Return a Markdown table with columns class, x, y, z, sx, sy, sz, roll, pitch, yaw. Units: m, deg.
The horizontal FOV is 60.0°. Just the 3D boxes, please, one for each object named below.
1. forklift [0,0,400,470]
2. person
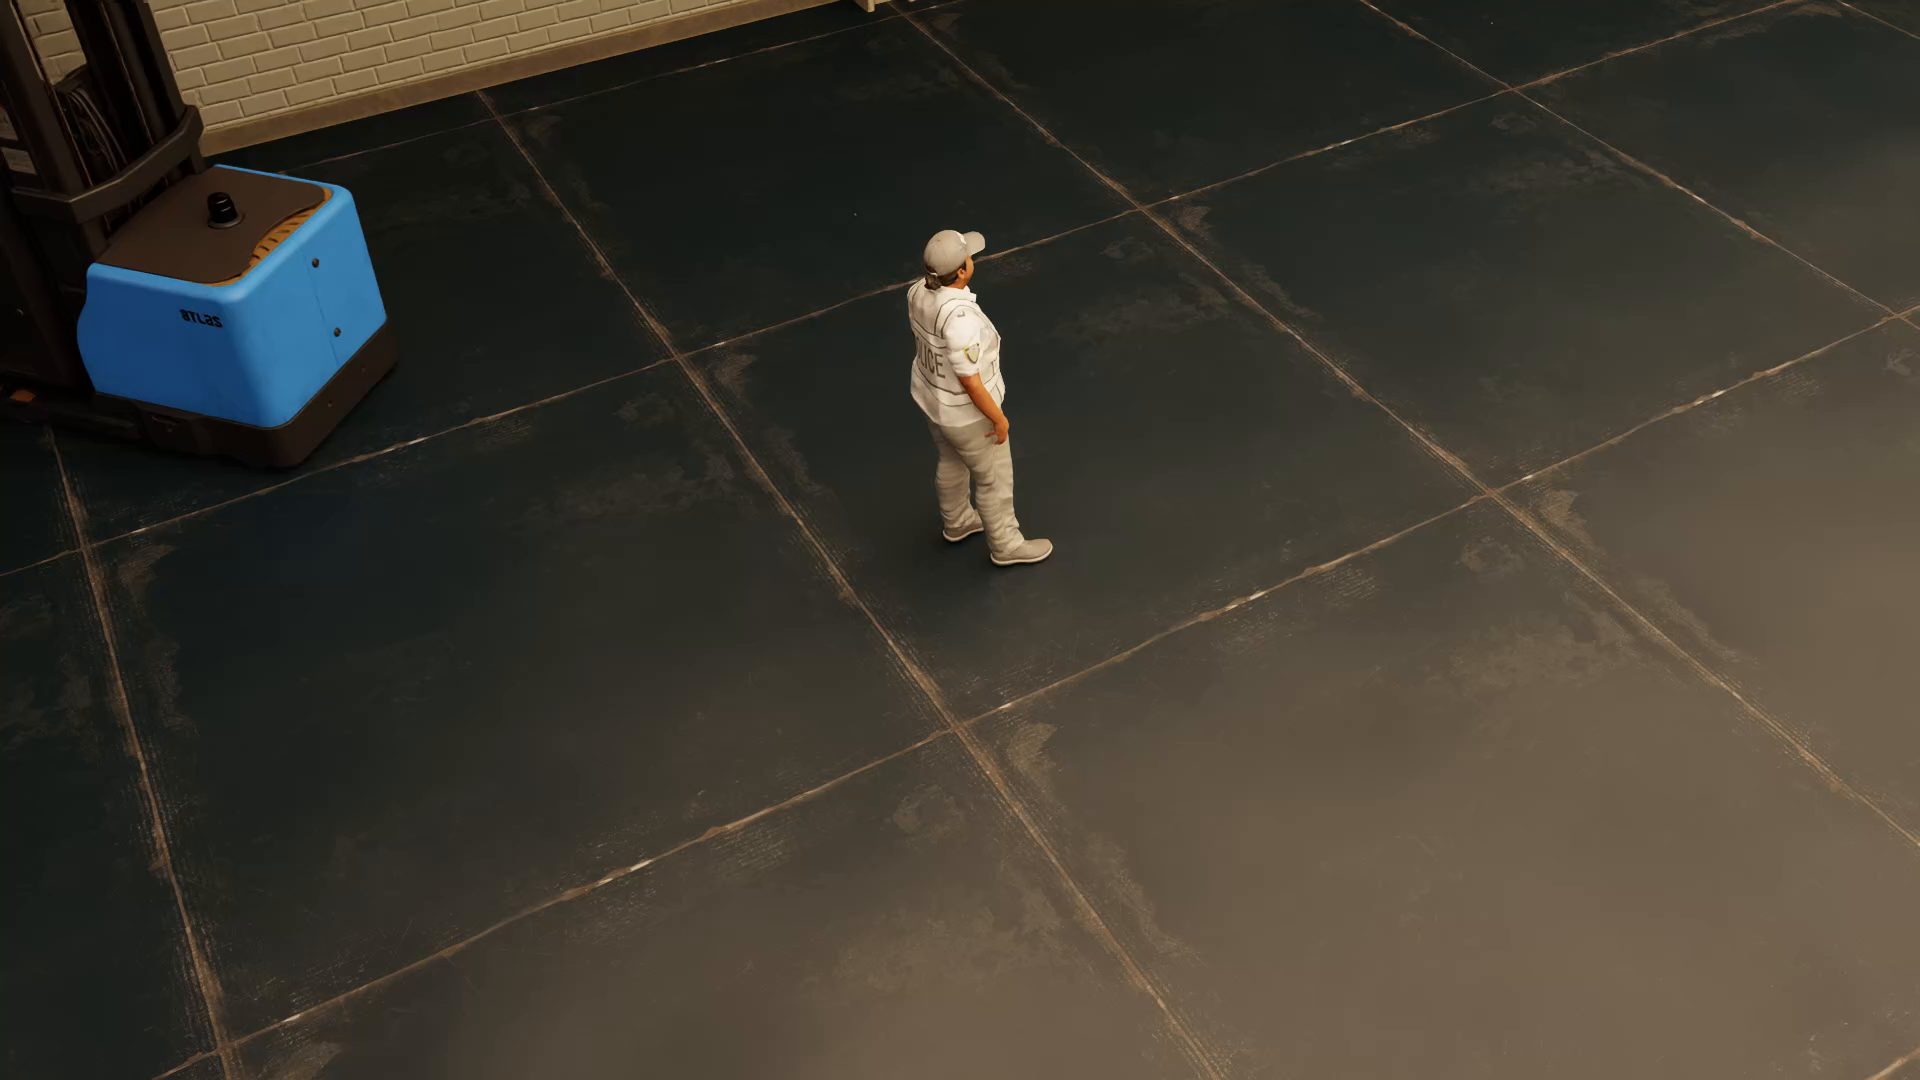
| class | x | y | z | sx | sy | sz | roll | pitch | yaw |
| --- | --- | --- | --- | --- | --- | --- | --- | --- | --- |
| forklift | -4.536 | -2.005 | 7.860 | 3.031 | 2.935 | 1.130 | 12 | 44 | 13 |
| person | 0.078 | -0.628 | 7.295 | 0.529 | 1.670 | 0.598 | -21 | 47 | -21 |
